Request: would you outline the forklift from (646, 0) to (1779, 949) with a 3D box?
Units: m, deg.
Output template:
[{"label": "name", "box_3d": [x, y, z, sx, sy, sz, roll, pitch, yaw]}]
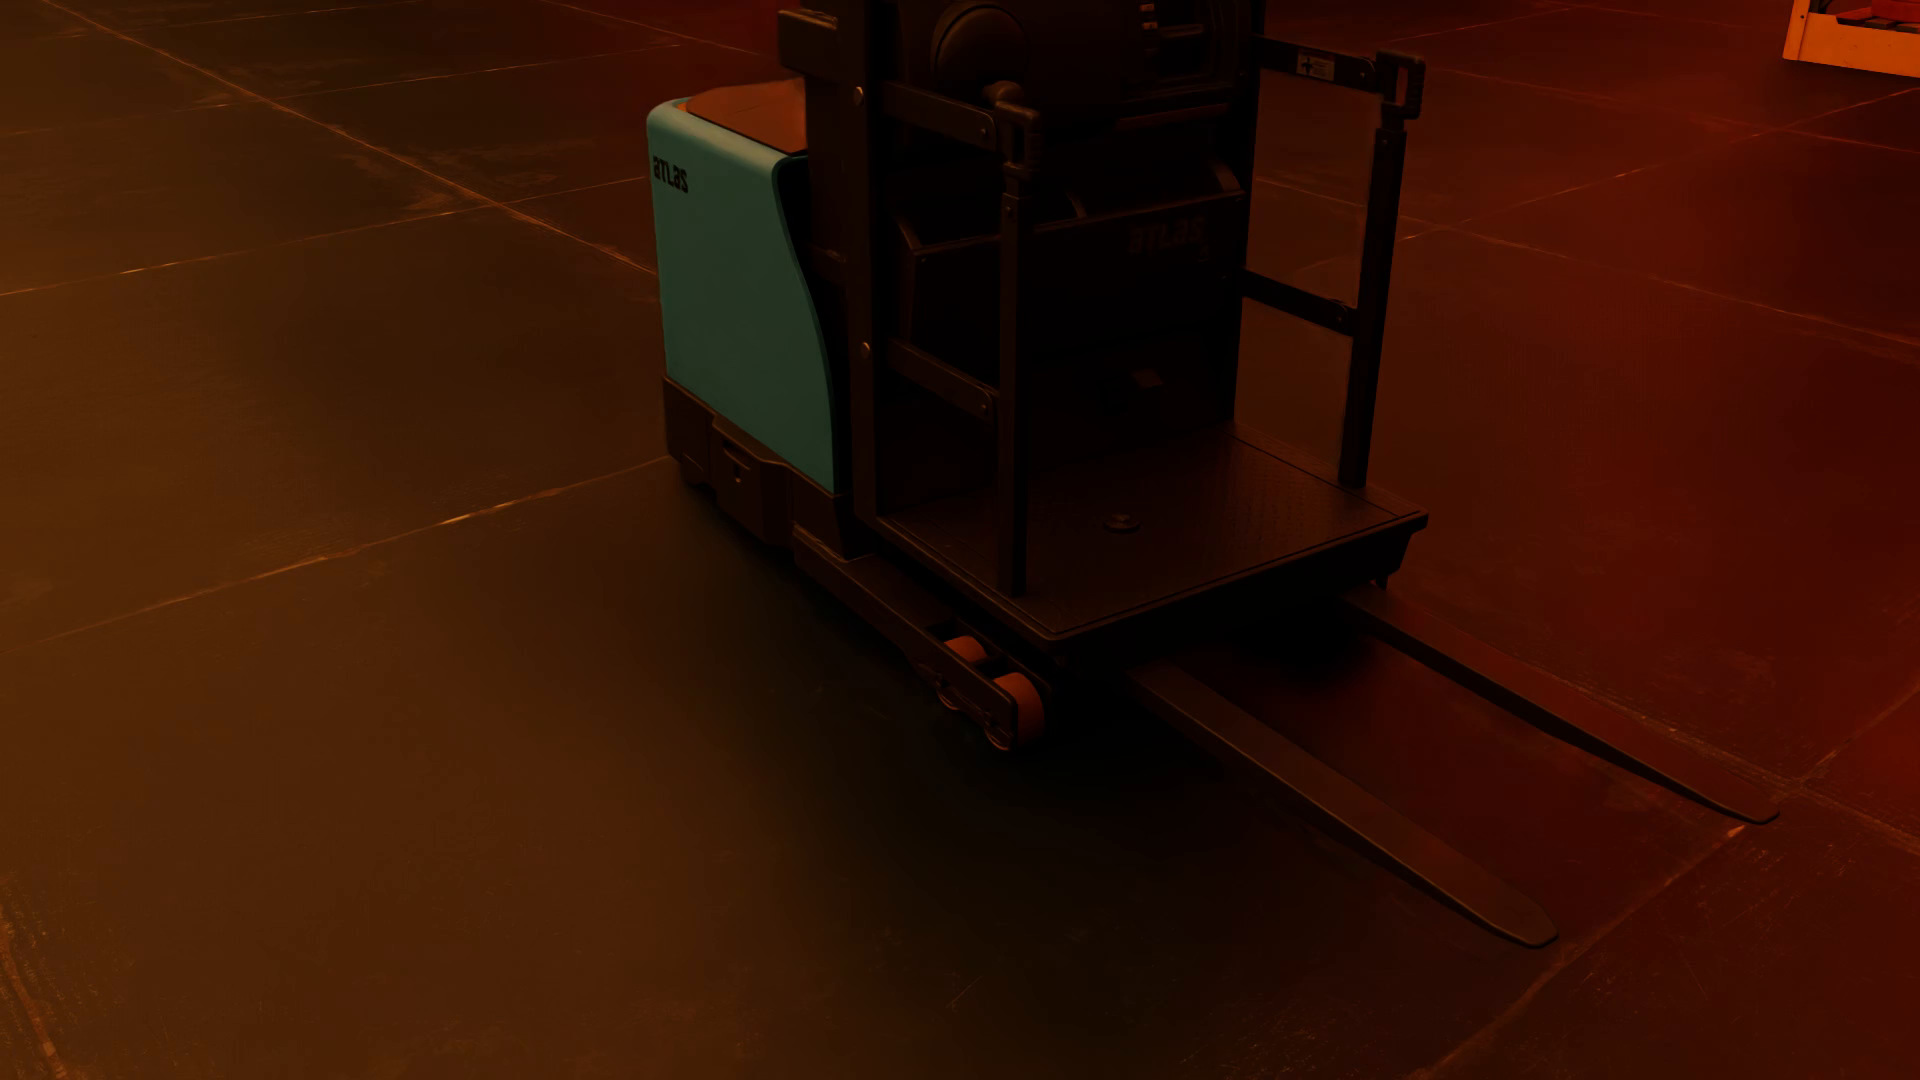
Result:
[{"label": "forklift", "box_3d": [0.372, -1.100, 3.420, 1.130, 2.935, 3.031, -16, 31, -30]}]
